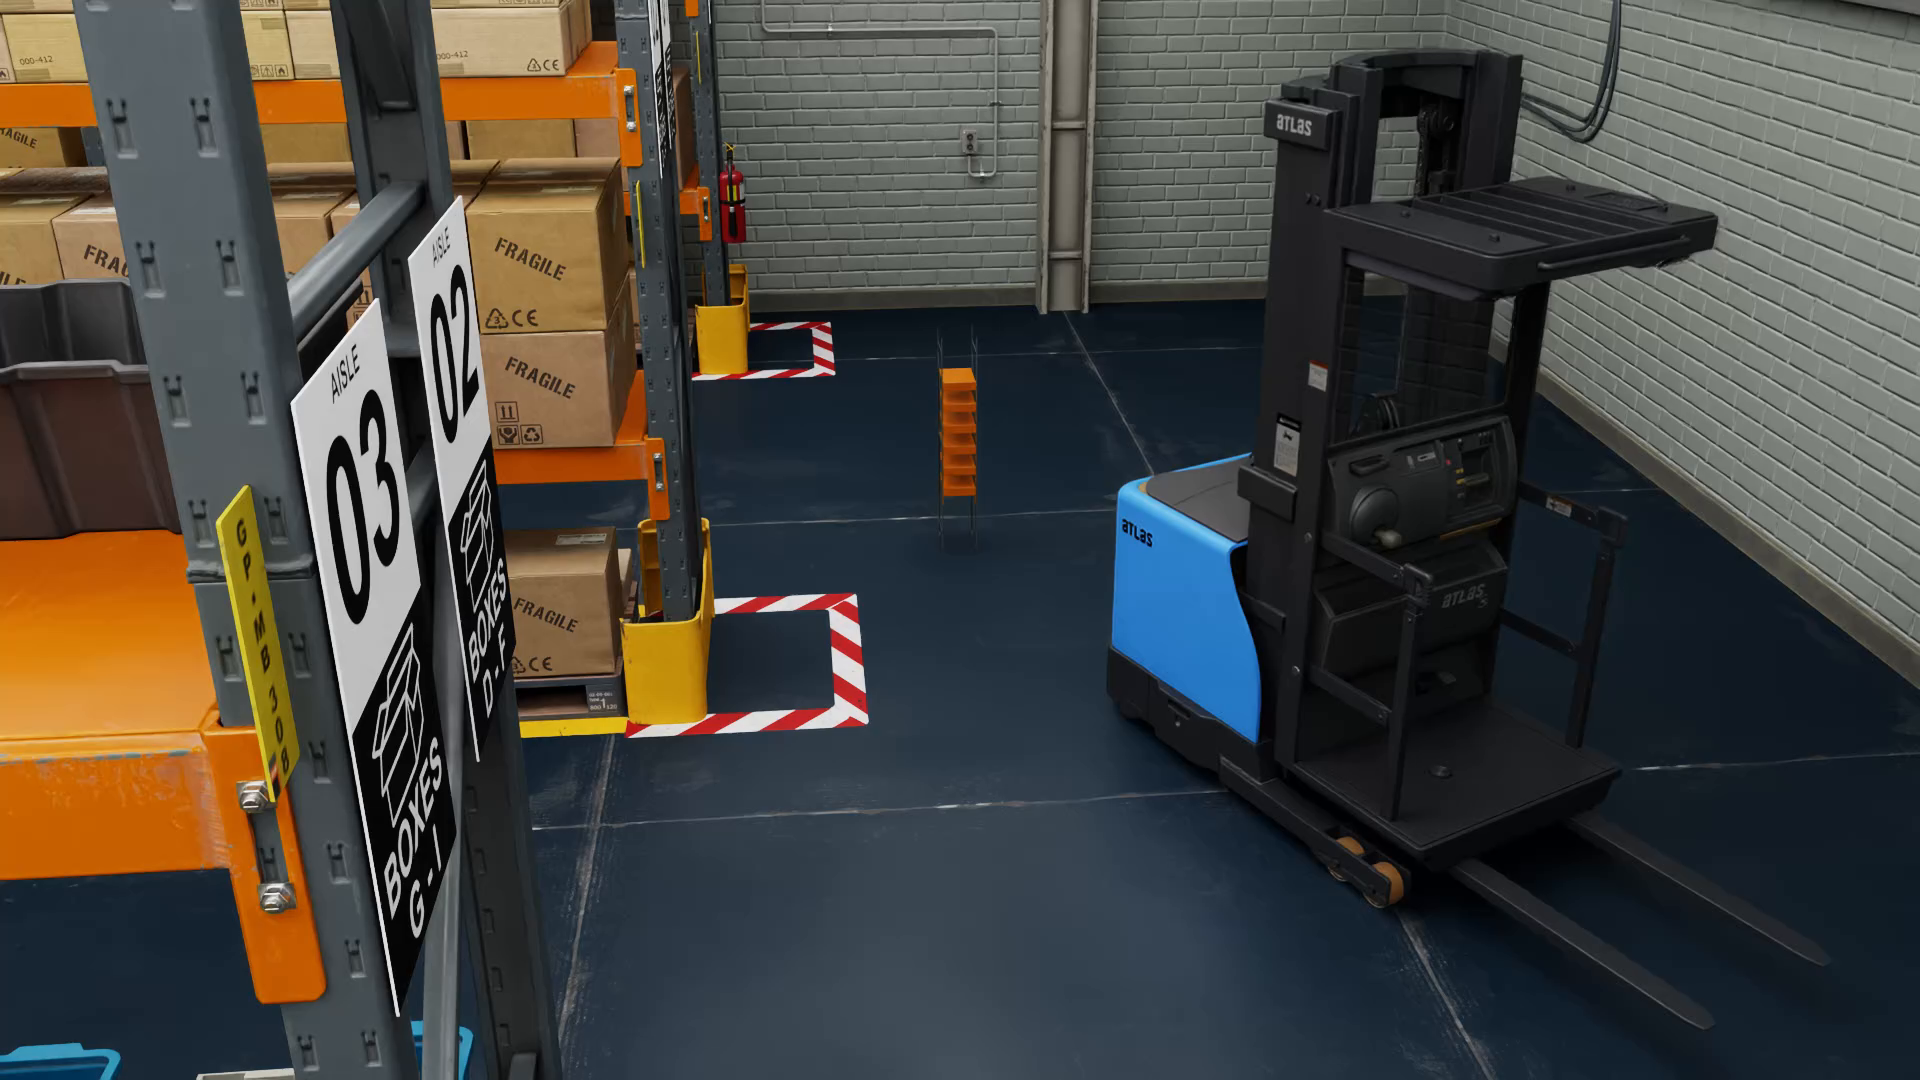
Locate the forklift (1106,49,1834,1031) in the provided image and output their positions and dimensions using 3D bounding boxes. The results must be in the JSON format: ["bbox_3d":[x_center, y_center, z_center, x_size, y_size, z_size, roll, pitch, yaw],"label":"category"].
[{"bbox_3d":[1.852,-0.190,6.068,1.130,2.935,3.031,-14,27,-28],"label":"forklift"}]

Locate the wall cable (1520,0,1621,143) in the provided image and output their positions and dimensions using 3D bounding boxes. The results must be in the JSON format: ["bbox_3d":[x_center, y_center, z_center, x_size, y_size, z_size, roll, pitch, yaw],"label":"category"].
[{"bbox_3d":[3.887,-4.196,11.434,0.112,2.526,3.097,-2,24,-5],"label":"wall cable"}]

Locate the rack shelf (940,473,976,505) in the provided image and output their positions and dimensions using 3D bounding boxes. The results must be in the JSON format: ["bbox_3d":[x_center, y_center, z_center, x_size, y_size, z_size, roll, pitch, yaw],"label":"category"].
[{"bbox_3d":[-0.014,-0.288,9.121,0.180,0.103,0.258,-2,24,-5],"label":"rack shelf"}]

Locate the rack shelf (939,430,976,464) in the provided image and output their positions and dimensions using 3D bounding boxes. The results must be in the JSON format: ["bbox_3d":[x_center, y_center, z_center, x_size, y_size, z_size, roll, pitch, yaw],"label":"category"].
[{"bbox_3d":[-0.014,-0.507,9.023,0.180,0.103,0.258,-2,24,-5],"label":"rack shelf"}]

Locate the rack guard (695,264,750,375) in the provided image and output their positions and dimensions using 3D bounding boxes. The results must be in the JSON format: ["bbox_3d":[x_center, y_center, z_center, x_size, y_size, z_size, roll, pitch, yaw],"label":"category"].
[{"bbox_3d":[-1.753,-1.651,12.348,0.348,0.500,1.175,-2,24,-5],"label":"rack guard"}]

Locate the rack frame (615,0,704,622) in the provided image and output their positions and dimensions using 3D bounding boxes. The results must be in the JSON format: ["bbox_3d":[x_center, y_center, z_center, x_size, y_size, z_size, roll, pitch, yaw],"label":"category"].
[{"bbox_3d":[-1.286,-0.790,7.334,0.127,3.000,1.000,-2,24,-5],"label":"rack frame"}]

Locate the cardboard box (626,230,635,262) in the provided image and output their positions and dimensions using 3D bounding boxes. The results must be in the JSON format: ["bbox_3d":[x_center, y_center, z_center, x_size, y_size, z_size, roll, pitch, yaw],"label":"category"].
[{"bbox_3d":[-2.359,-2.156,12.168,0.250,0.149,0.380,-2,24,-5],"label":"cardboard box"}]

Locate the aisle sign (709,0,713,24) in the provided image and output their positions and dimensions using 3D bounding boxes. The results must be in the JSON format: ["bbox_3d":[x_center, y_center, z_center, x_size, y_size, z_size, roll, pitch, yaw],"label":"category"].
[{"bbox_3d":[-1.676,-3.862,11.044,0.004,0.787,0.394,-2,24,-5],"label":"aisle sign"}]

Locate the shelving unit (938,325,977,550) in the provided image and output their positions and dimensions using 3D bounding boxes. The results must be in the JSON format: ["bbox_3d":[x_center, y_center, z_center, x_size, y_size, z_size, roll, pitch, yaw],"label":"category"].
[{"bbox_3d":[-0.014,-0.548,9.005,0.189,1.200,0.258,-2,24,-5],"label":"shelving unit"}]

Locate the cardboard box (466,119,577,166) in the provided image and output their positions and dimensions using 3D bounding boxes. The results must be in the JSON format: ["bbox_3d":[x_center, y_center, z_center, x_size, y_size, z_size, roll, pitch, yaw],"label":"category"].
[{"bbox_3d":[-3.006,-2.871,11.647,0.700,0.700,0.980,-2,24,-6],"label":"cardboard box"}]

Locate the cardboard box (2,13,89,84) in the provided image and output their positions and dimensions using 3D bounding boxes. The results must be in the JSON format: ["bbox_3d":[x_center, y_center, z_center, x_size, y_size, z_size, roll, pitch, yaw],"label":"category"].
[{"bbox_3d":[-3.266,-1.911,6.347,0.500,0.250,0.500,-2,24,-5],"label":"cardboard box"}]

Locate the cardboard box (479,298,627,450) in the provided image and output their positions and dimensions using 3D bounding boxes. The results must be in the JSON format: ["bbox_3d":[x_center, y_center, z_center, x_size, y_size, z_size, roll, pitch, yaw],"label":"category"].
[{"bbox_3d":[-1.705,-0.708,7.026,0.500,0.500,0.500,-2,24,-4],"label":"cardboard box"}]

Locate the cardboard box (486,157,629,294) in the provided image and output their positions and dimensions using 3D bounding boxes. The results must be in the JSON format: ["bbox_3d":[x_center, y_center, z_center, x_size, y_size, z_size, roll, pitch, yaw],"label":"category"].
[{"bbox_3d":[-1.754,-1.381,7.311,0.500,0.500,0.500,-2,24,-4],"label":"cardboard box"}]

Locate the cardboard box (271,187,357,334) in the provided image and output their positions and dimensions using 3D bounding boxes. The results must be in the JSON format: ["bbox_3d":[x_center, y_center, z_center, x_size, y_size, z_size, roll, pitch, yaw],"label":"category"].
[{"bbox_3d":[-2.720,-1.120,6.724,0.500,0.500,0.500,-2,24,-4],"label":"cardboard box"}]

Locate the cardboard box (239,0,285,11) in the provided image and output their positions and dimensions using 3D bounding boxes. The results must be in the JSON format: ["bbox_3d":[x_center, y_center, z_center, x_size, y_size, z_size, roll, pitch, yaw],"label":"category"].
[{"bbox_3d":[-2.768,-2.158,6.289,0.500,0.250,0.500,-2,24,-5],"label":"cardboard box"}]

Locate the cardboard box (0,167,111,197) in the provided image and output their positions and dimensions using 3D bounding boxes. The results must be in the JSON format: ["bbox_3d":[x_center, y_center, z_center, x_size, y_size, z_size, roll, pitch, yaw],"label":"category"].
[{"bbox_3d":[-3.778,-1.299,7.126,0.500,0.500,0.500,-2,24,-5],"label":"cardboard box"}]

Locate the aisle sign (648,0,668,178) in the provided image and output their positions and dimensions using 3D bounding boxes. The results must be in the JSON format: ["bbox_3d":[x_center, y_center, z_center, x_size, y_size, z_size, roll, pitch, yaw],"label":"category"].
[{"bbox_3d":[-1.188,-1.857,6.534,0.004,0.787,0.394,-2,24,-5],"label":"aisle sign"}]

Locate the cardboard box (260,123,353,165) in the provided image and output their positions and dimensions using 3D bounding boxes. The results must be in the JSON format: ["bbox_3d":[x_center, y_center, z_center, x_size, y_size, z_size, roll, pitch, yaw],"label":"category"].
[{"bbox_3d":[-4.489,-2.811,11.513,0.700,0.700,0.980,-3,24,-6],"label":"cardboard box"}]

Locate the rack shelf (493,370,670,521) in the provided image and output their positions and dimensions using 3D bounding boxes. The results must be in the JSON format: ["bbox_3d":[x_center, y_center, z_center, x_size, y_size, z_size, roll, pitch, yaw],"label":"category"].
[{"bbox_3d":[-3.277,-0.381,7.300,4.000,0.370,1.077,-2,24,-5],"label":"rack shelf"}]

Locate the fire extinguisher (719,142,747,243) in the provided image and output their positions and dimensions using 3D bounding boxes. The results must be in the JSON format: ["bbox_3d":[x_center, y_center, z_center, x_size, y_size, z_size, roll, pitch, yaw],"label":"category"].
[{"bbox_3d":[-1.581,-2.406,11.524,0.183,0.674,0.296,-2,24,-5],"label":"fire extinguisher"}]

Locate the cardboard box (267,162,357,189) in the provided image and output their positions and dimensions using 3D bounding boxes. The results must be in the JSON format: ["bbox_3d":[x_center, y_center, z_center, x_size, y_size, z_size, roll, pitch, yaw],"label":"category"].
[{"bbox_3d":[-2.772,-1.339,7.216,0.500,0.500,0.500,-2,24,-4],"label":"cardboard box"}]

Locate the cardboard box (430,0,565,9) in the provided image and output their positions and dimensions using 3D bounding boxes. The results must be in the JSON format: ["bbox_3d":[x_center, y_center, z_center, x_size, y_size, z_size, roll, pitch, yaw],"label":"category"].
[{"bbox_3d":[-1.772,-2.197,6.376,0.500,0.250,0.500,-2,24,-5],"label":"cardboard box"}]

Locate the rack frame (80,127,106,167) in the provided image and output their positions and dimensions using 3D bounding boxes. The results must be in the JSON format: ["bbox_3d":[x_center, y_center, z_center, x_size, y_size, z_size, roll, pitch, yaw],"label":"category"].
[{"bbox_3d":[-5.757,-2.632,11.479,0.127,3.000,1.000,-2,24,-5],"label":"rack frame"}]

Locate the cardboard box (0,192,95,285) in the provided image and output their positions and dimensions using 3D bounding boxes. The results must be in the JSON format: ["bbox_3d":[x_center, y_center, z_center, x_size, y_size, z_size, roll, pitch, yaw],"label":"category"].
[{"bbox_3d":[-3.745,-1.079,6.630,0.500,0.500,0.500,-3,24,-7],"label":"cardboard box"}]

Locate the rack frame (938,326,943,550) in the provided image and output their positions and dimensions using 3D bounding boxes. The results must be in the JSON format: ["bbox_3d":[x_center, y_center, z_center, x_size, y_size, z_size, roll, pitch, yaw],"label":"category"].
[{"bbox_3d":[-0.105,-0.544,8.997,0.006,1.200,0.240,-2,24,-5],"label":"rack frame"}]

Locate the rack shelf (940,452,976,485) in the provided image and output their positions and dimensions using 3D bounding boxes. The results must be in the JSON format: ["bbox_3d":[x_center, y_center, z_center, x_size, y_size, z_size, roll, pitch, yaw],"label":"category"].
[{"bbox_3d":[-0.014,-0.397,9.072,0.180,0.103,0.258,-2,24,-5],"label":"rack shelf"}]

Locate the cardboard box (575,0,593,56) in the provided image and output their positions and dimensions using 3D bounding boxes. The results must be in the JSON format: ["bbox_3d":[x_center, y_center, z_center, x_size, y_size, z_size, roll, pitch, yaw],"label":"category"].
[{"bbox_3d":[-1.823,-2.174,6.940,0.500,0.250,0.500,-2,24,-5],"label":"cardboard box"}]

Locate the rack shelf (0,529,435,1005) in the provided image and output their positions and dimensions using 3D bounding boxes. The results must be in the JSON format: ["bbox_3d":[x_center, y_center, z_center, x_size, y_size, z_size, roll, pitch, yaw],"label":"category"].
[{"bbox_3d":[-2.793,0.250,2.186,4.000,0.370,1.077,-2,24,-5],"label":"rack shelf"}]

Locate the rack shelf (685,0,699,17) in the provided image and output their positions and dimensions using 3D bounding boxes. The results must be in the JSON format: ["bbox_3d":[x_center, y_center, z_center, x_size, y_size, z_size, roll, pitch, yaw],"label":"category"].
[{"bbox_3d":[-3.767,-3.754,11.196,4.000,0.370,1.077,-2,24,-5],"label":"rack shelf"}]

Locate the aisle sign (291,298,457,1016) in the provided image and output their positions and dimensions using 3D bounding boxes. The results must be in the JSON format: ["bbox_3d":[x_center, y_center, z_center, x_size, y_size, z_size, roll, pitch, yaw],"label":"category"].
[{"bbox_3d":[-0.703,0.140,2.041,0.004,0.787,0.394,-2,24,-5],"label":"aisle sign"}]

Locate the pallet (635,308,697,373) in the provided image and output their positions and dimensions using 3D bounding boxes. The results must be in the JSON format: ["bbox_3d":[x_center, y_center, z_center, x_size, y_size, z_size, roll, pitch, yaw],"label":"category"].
[{"bbox_3d":[-2.565,-1.454,12.262,1.213,0.211,1.003,-2,24,-5],"label":"pallet"}]

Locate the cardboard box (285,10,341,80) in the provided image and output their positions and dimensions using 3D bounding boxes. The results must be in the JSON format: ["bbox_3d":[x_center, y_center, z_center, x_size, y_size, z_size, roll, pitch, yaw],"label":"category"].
[{"bbox_3d":[-2.270,-1.949,6.434,0.500,0.250,0.500,-2,24,-5],"label":"cardboard box"}]

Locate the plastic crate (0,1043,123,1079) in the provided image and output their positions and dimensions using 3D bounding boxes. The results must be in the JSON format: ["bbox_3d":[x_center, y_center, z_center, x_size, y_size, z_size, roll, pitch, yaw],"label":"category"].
[{"bbox_3d":[-1.736,1.165,3.069,0.300,0.233,0.416,-2,24,-5],"label":"plastic crate"}]

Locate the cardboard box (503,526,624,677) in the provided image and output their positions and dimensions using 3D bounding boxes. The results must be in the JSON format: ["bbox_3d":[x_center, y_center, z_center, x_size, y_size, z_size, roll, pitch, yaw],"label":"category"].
[{"bbox_3d":[-1.803,0.273,7.480,0.500,0.500,0.500,-2,24,-5],"label":"cardboard box"}]

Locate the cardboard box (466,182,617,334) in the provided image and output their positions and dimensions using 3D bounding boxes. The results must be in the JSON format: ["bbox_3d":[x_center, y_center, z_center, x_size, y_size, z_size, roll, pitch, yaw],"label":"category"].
[{"bbox_3d":[-1.702,-1.164,6.821,0.500,0.500,0.500,-3,24,-6],"label":"cardboard box"}]

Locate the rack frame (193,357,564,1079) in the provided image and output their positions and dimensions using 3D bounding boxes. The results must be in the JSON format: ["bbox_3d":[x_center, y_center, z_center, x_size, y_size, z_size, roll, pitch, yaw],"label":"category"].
[{"bbox_3d":[-0.803,1.212,2.829,0.127,3.000,1.000,-2,24,-5],"label":"rack frame"}]

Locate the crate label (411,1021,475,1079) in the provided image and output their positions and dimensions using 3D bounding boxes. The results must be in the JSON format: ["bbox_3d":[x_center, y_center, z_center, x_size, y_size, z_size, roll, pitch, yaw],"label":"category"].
[{"bbox_3d":[-1.081,1.138,3.128,0.303,0.233,0.416,-2,24,-5],"label":"crate label"}]

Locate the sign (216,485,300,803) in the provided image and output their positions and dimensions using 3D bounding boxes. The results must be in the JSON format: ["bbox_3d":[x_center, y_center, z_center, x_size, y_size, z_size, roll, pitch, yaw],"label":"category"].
[{"bbox_3d":[-0.733,0.111,1.742,0.005,0.325,0.100,-2,24,-5],"label":"sign"}]
